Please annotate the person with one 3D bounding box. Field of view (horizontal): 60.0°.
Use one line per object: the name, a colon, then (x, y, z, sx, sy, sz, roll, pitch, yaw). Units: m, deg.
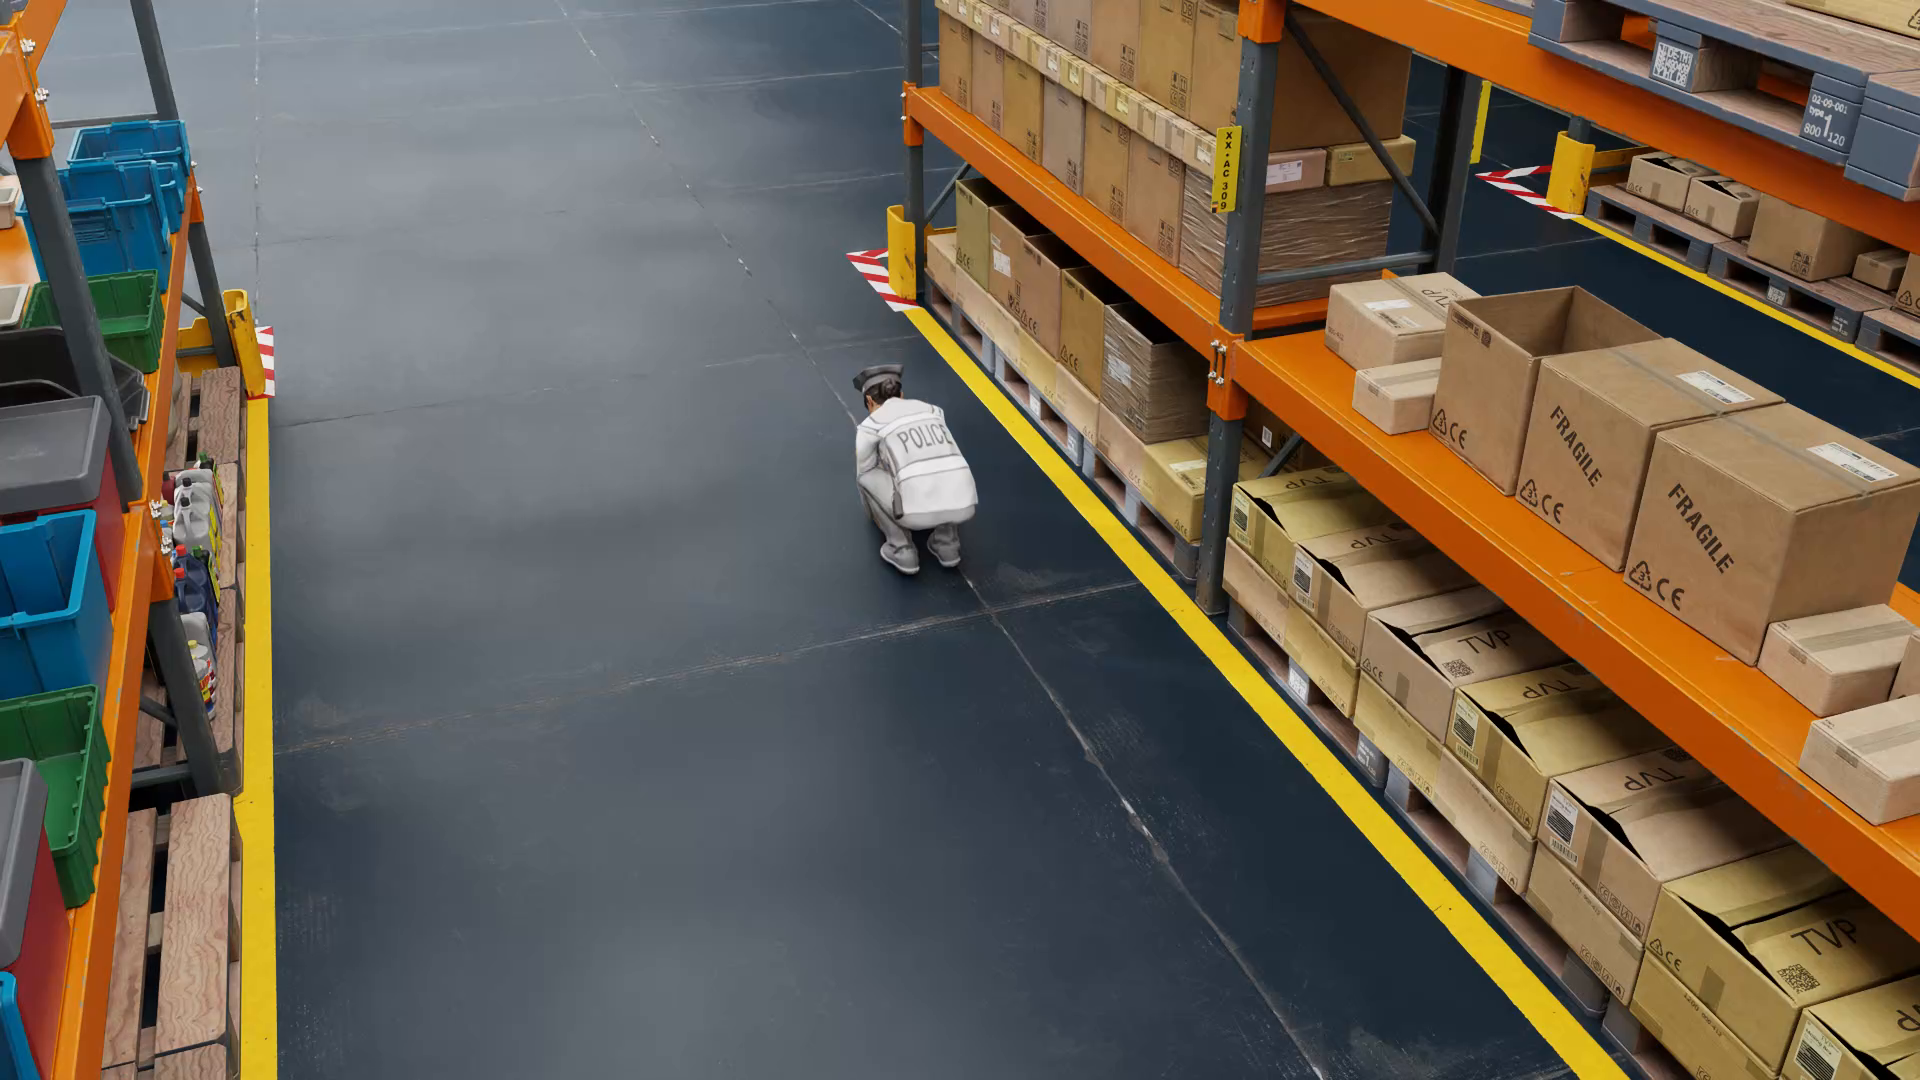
person: (-0.220, -0.310, 7.524, 0.461, 0.847, 0.864, -10, 32, -17)
